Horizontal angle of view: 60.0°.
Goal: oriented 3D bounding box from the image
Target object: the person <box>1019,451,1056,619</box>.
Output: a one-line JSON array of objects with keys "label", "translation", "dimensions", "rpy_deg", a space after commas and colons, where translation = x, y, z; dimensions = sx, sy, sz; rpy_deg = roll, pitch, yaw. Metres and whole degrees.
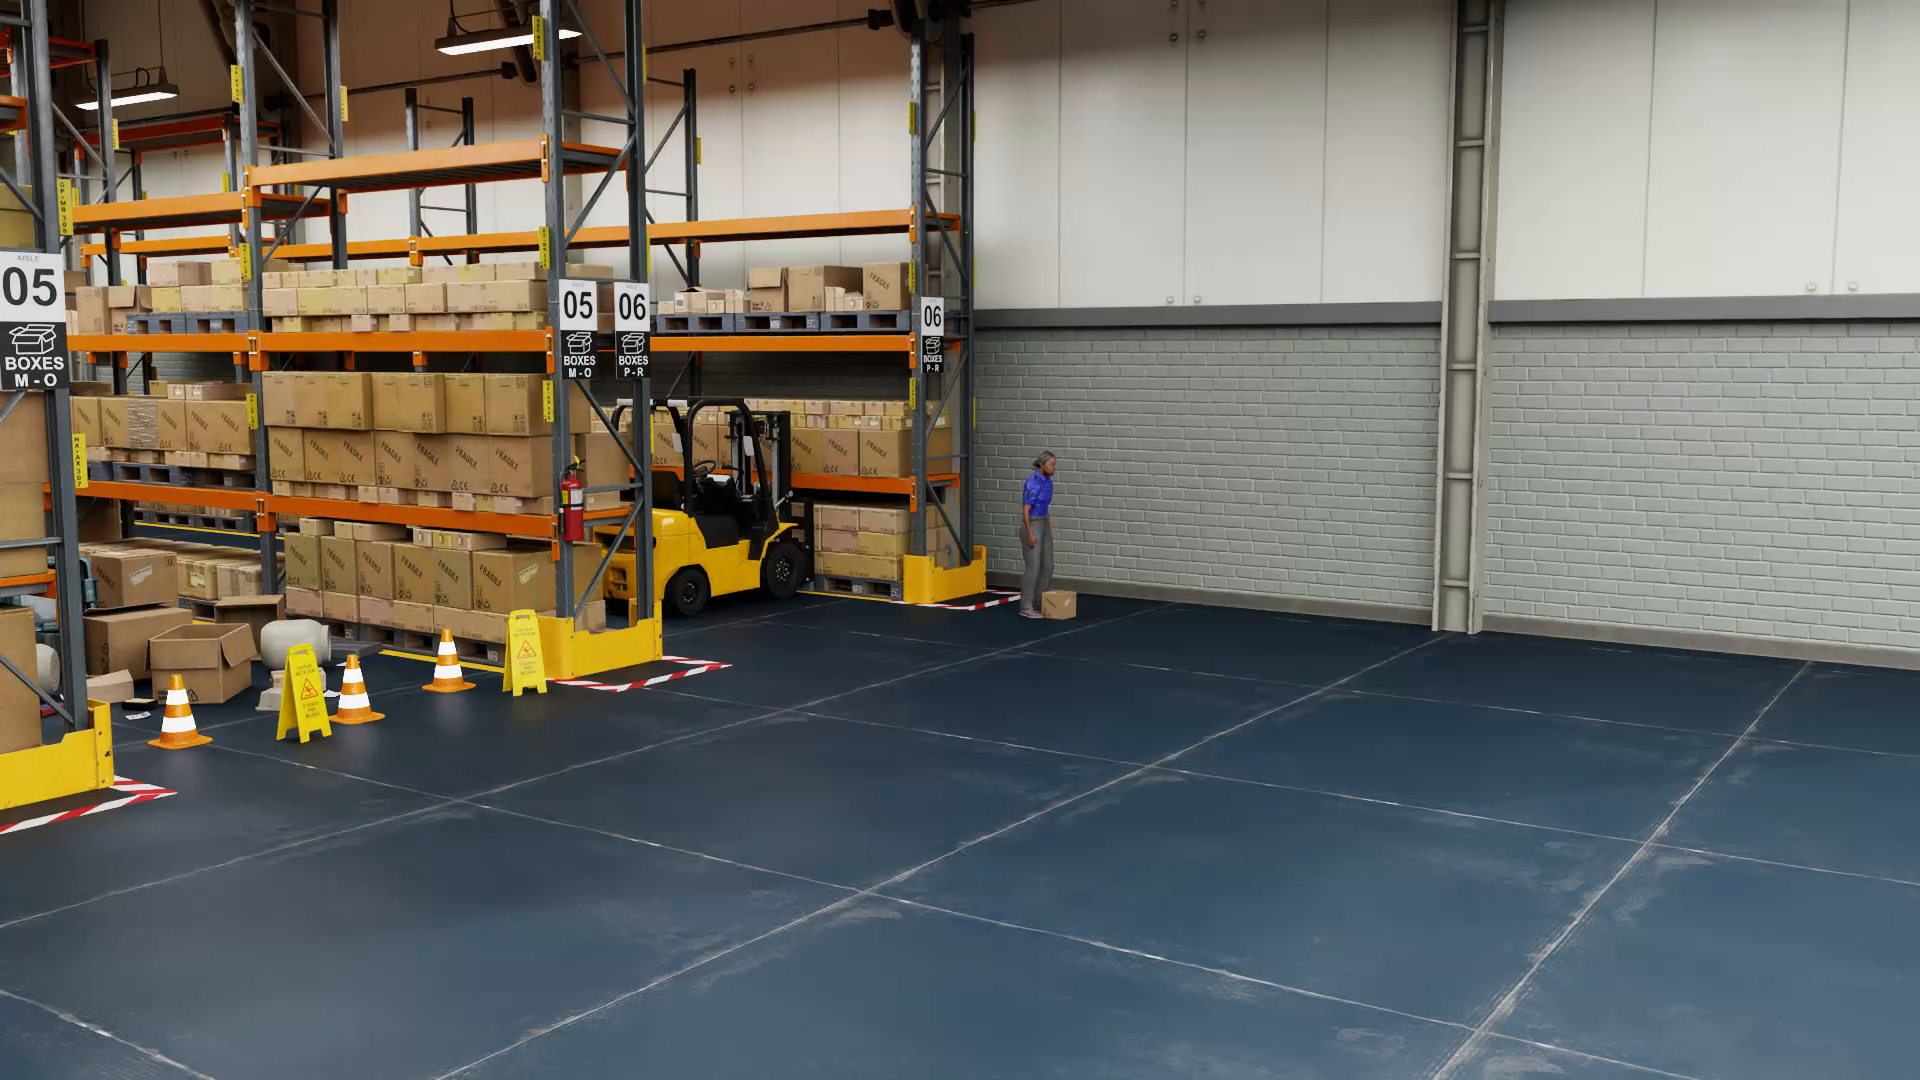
[{"label": "person", "translation": [0.785, -0.065, 16.616], "dimensions": [0.350, 1.653, 0.527], "rpy_deg": [4, 7, 30]}]
